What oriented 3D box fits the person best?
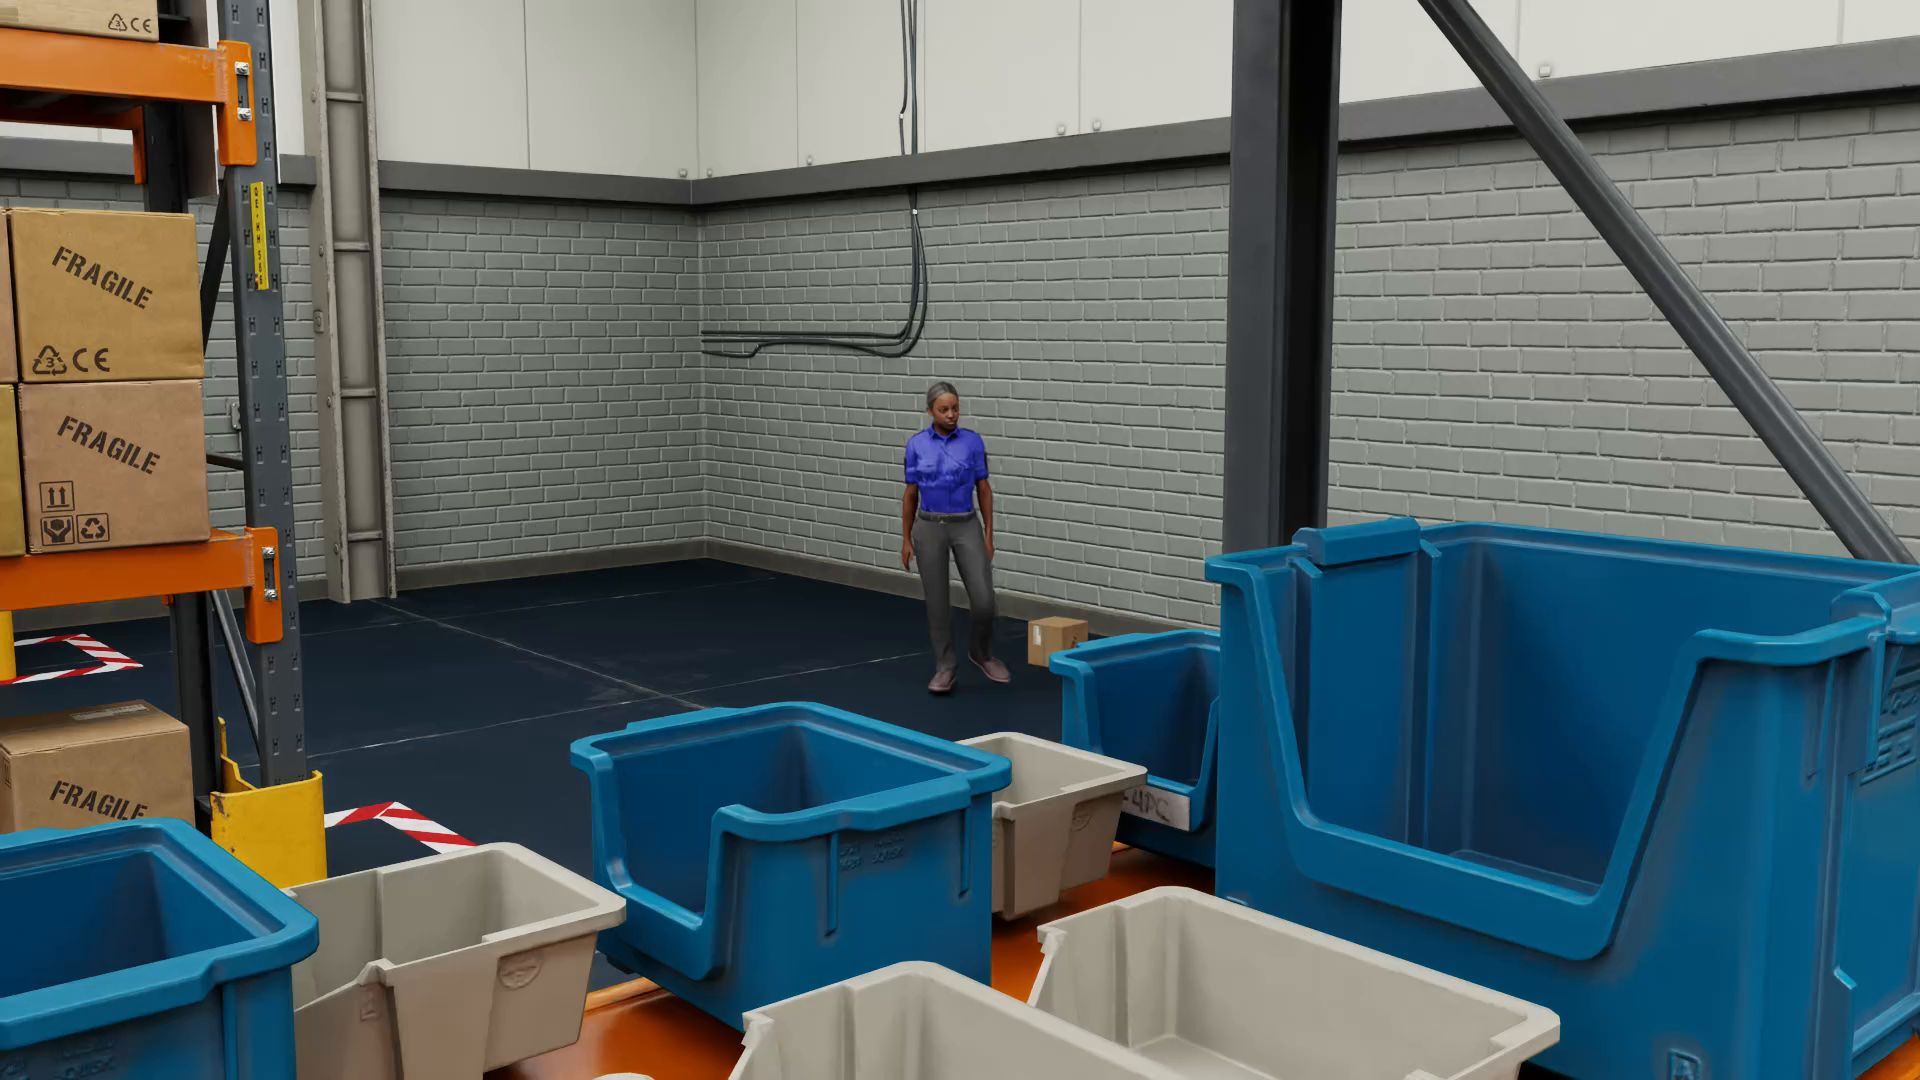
[{"bbox_3d":[-0.017,-0.016,8.804,0.584,1.647,0.439,0,8,2],"label":"person"}]
